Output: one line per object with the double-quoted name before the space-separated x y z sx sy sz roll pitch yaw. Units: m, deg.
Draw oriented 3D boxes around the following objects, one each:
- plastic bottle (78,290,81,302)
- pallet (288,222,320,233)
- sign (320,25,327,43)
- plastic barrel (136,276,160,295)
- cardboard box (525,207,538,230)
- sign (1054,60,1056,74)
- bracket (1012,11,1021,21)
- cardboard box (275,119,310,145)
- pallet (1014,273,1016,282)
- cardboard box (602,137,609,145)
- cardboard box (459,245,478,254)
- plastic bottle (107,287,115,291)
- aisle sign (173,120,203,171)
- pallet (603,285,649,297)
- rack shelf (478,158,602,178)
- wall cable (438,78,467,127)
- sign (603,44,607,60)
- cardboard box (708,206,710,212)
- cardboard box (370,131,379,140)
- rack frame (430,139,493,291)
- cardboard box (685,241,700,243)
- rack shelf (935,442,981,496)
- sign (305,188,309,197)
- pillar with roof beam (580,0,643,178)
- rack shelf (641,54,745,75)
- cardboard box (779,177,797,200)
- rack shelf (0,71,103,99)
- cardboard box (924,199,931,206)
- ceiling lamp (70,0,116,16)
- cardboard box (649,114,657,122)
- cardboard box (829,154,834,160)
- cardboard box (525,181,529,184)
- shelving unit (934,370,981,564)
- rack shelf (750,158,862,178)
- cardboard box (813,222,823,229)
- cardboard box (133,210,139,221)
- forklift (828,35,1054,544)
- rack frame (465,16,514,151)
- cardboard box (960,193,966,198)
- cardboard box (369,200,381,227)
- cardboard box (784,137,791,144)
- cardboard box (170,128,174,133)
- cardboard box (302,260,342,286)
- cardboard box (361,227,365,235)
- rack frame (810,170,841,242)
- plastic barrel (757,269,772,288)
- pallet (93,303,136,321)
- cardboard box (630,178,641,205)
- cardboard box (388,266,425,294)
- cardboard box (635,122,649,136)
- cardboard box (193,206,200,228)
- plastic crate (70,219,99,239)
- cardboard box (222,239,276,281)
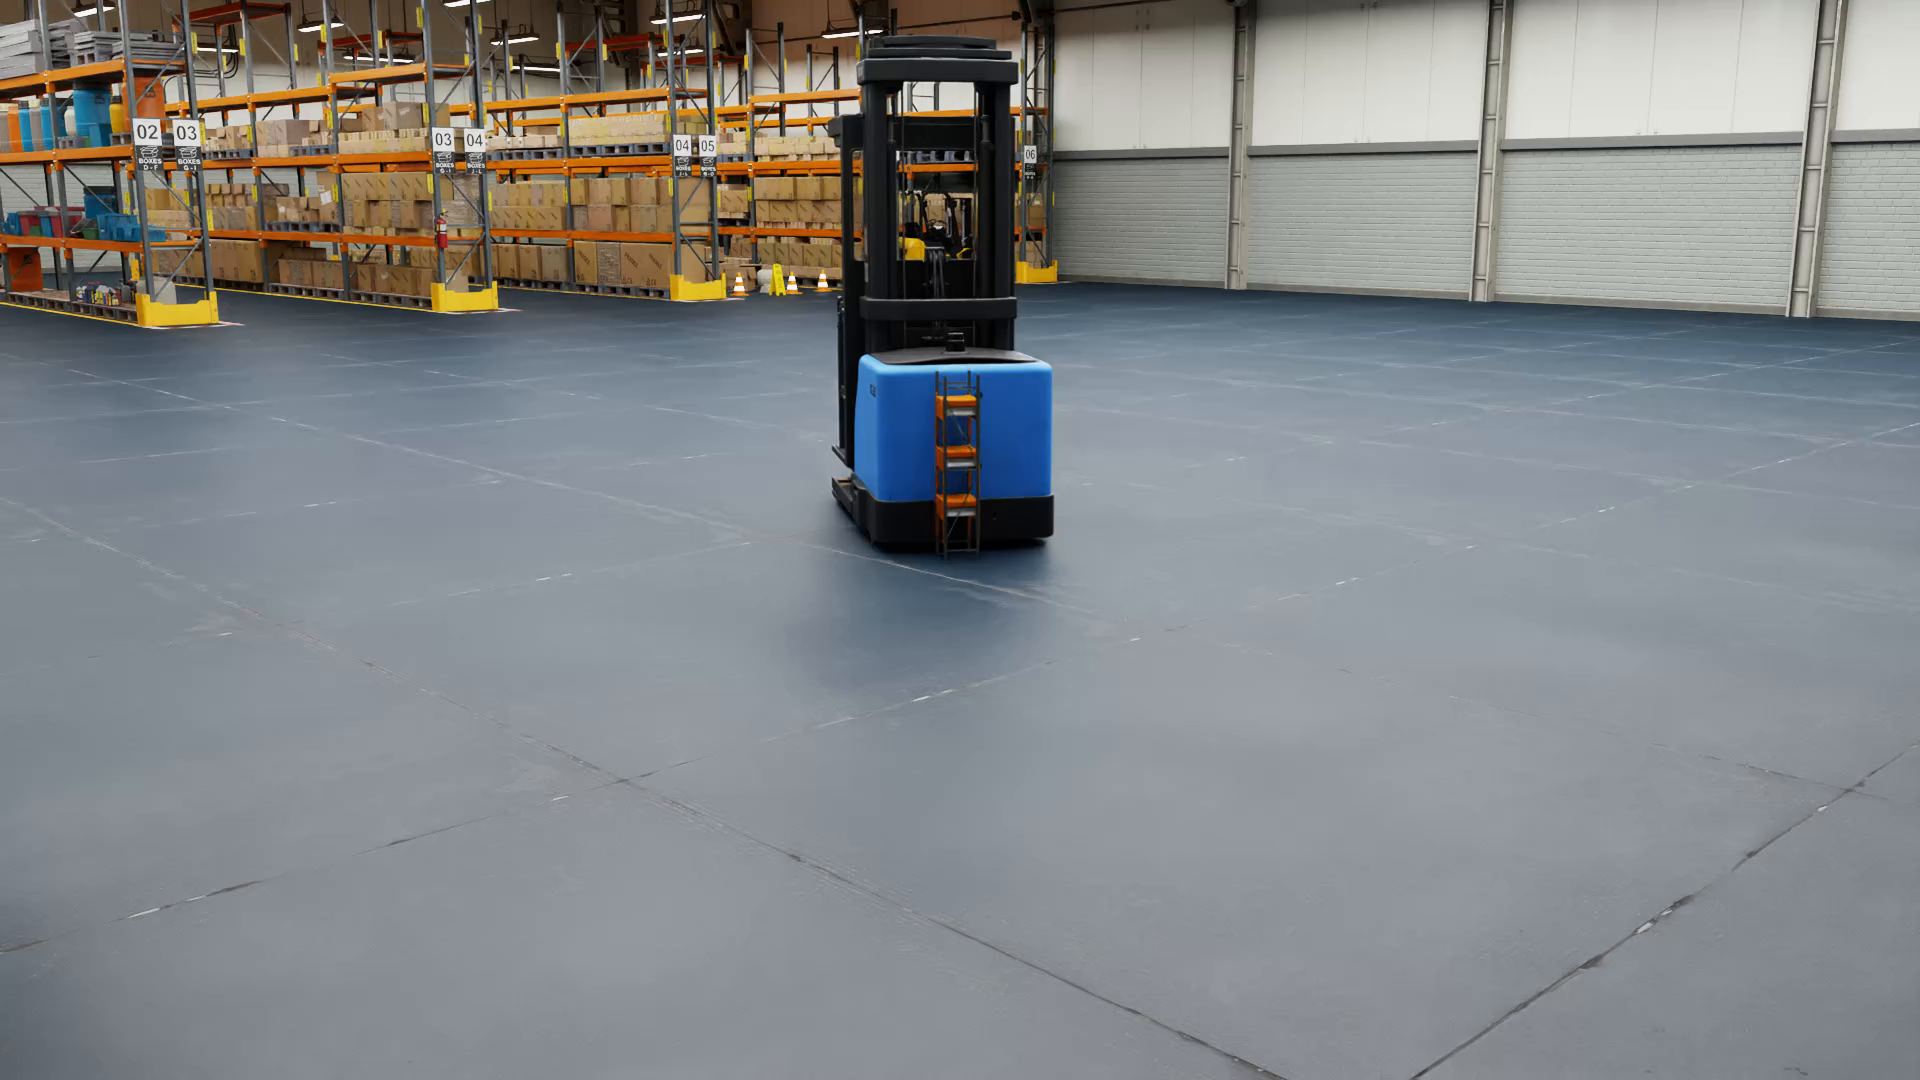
"plastic bottle" -15.295 -4.252 28.958 0.097 0.201 0.097 0 12 0
"pallet" -13.051 -6.426 34.143 1.003 0.211 1.213 -11 16 -43
"sign" -12.083 -9.614 31.570 0.100 0.325 0.005 -11 16 -43
"plastic barrel" -13.361 -4.091 27.459 0.421 0.512 0.421 0 12 0
"cardboard box" -9.280 -7.131 36.843 0.500 0.500 0.500 -11 16 -42
"sign" 2.237 -11.258 39.549 0.100 0.325 0.005 -11 16 -43
"bracket" 1.459 -12.648 40.082 0.235 0.232 0.430 -11 16 -43
"cardboard box" -13.609 -8.315 33.915 0.500 0.500 0.500 11 16 44
"pallet" 1.273 -6.449 40.689 1.003 0.211 1.213 -11 16 -43
"cardboard box" -7.142 -8.210 34.230 0.380 0.149 0.250 -11 16 -43
"cardboard box" -11.453 -6.891 39.223 0.500 0.250 0.500 11 16 44
"plastic bottle" -14.497 -4.170 28.376 0.152 0.276 0.135 -11 16 -43
"aisle sign" -12.244 -6.249 26.366 0.394 0.787 0.004 -11 16 -43
"pallet" -6.713 -5.230 34.773 1.003 0.211 1.213 -11 16 -43
"rack shelf" -9.410 -8.304 37.135 1.077 0.370 4.000 -11 16 -43
"wall cable" -16.391 -13.185 51.608 2.355 3.000 0.029 -11 16 -43
"sign" -7.610 -10.443 35.590 0.100 0.325 0.005 -11 16 -43
"cardboard box" -6.061 -8.261 40.548 0.500 0.500 0.500 11 16 43
"cardboard box" -10.756 -7.535 31.000 0.380 0.149 0.250 -11 16 -44
"rack frame" -8.923 -5.635 29.831 1.000 3.000 0.127 -11 16 -43
"cardboard box" -8.009 -8.701 49.867 0.500 0.500 0.500 -11 16 -42
"rack shelf" -0.015 -0.400 9.305 0.215 0.259 0.240 -2 12 -11
"sign" -14.062 -7.408 35.763 0.100 0.325 0.005 -11 16 -43
"pillar with roof beam" -13.542 -12.901 50.231 9.100 9.000 0.548 -11 16 -43
"rack shelf" -7.837 -13.966 48.943 1.077 0.370 4.000 -11 16 -43
"cardboard box" -3.707 -8.036 38.018 0.700 0.500 0.500 -11 16 -44
"rack shelf" -16.649 -8.211 30.239 1.077 0.370 4.000 -11 16 -43
"cardboard box" -0.721 -8.538 42.066 0.380 0.149 0.250 -10 16 -41
"ceiling lamp" -18.192 -12.762 35.089 0.800 3.185 2.000 -11 16 -43
"cardboard box" -5.916 -8.342 32.891 0.380 0.149 0.250 -11 16 -42
"cardboard box" -2.686 -8.497 36.910 0.380 0.149 0.250 -11 16 -42
"cardboard box" -11.875 -9.926 46.324 0.380 0.149 0.250 -11 16 -42
"shelving unit" -0.015 -0.411 9.303 0.215 1.050 0.252 -2 12 -11
"rack shelf" -3.137 -8.425 37.721 1.077 0.370 4.000 -11 16 -43
"cardboard box" -3.103 -7.095 37.538 0.380 0.149 0.250 -11 16 -43
"cardboard box" -19.836 -7.935 40.628 0.500 0.250 0.500 11 16 44
"forklift" -0.246 -1.662 10.713 1.130 2.935 3.031 -2 12 -11
"rack frame" -10.791 -10.418 38.176 1.000 3.000 0.127 -11 16 -43
"cardboard box" 0.207 -8.506 41.172 0.380 0.149 0.250 -11 16 -42
"cardboard box" -10.682 -6.203 31.600 0.875 0.500 0.500 -11 16 -43
"cardboard box" -3.790 -9.101 37.863 0.250 0.149 0.380 11 16 43
"cardboard box" -17.794 -9.265 38.480 0.500 0.500 0.700 11 16 42
"cardboard box" -13.182 -5.538 34.464 0.700 0.500 0.500 -9 15 -38
"cardboard box" -11.219 -5.917 31.819 0.380 0.149 0.250 -11 16 -43
"rack frame" -3.693 -8.876 45.561 1.000 3.000 0.127 -11 16 -43
"plastic barrel" -4.277 -5.845 37.233 0.512 0.421 0.421 -1 12 -4
"pallet" -13.988 -3.881 28.228 1.003 0.211 1.213 -11 16 -43
"cardboard box" -6.229 -7.142 34.095 0.875 0.550 0.550 -11 16 -43
"cardboard box" -10.552 -4.975 31.777 0.500 0.500 0.500 10 15 40
"cardboard box" -6.151 -8.214 33.257 0.500 0.250 0.500 -11 16 -42
"cardboard box" -17.073 -7.334 37.827 0.500 0.500 0.500 -11 16 -42
"plastic crate" -14.998 -5.405 28.864 0.767 0.338 0.504 -11 16 -43
"cardboard box" -15.520 -6.203 36.810 1.225 0.875 0.875 -11 16 -42
